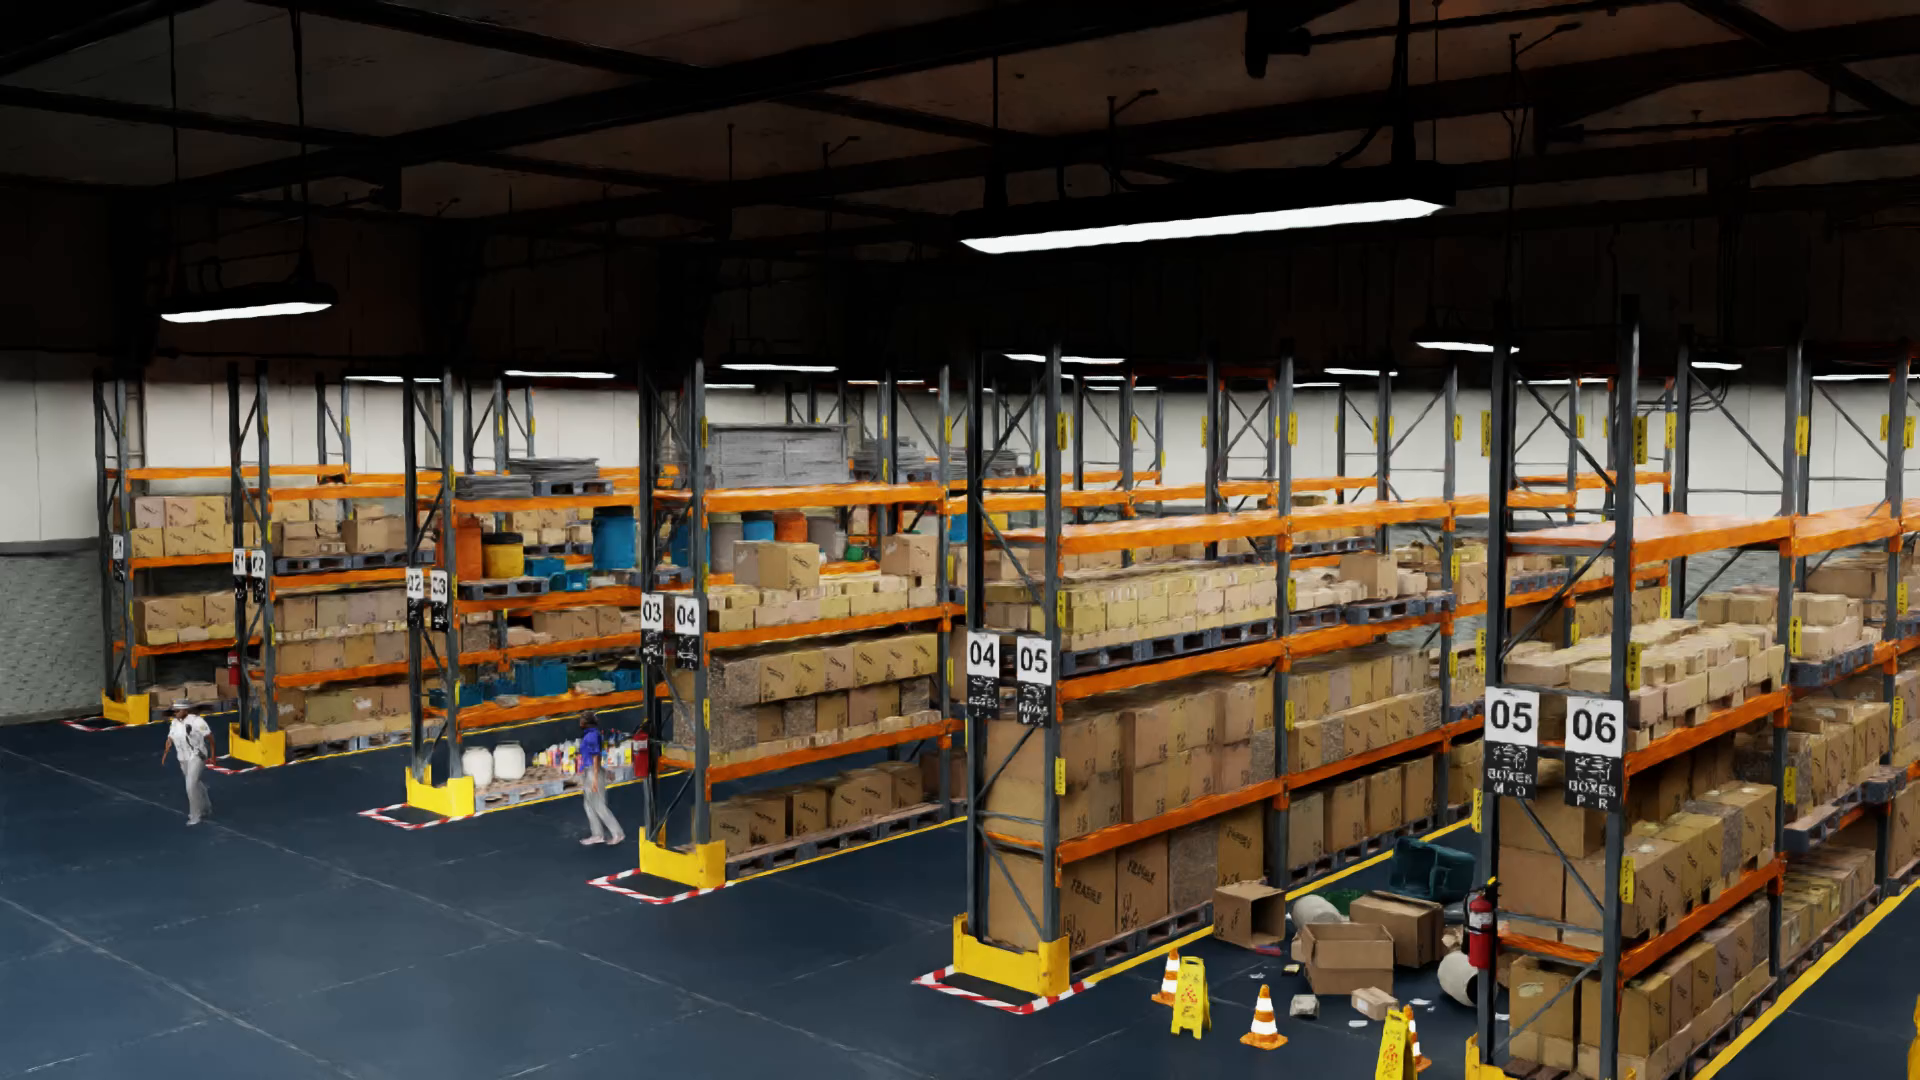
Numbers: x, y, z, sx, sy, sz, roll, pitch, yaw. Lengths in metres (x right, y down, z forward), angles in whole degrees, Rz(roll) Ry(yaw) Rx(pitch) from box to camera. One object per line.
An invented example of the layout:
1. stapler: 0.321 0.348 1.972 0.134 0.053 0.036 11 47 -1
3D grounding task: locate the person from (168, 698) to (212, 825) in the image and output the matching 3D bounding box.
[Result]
1. person: -9.783 2.793 21.244 0.612 1.615 0.776 2 5 22

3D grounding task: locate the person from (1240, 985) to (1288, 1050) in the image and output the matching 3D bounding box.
1. person: -6.847 0.641 20.758 23.950 6.000 20.361 3 5 39

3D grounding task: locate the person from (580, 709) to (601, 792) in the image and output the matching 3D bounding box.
1. person: -4.471 2.548 20.109 0.245 1.002 0.482 -1 4 -12

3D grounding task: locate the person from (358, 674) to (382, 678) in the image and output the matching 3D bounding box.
1. person: -10.339 2.171 28.900 0.571 1.619 0.852 3 5 33
